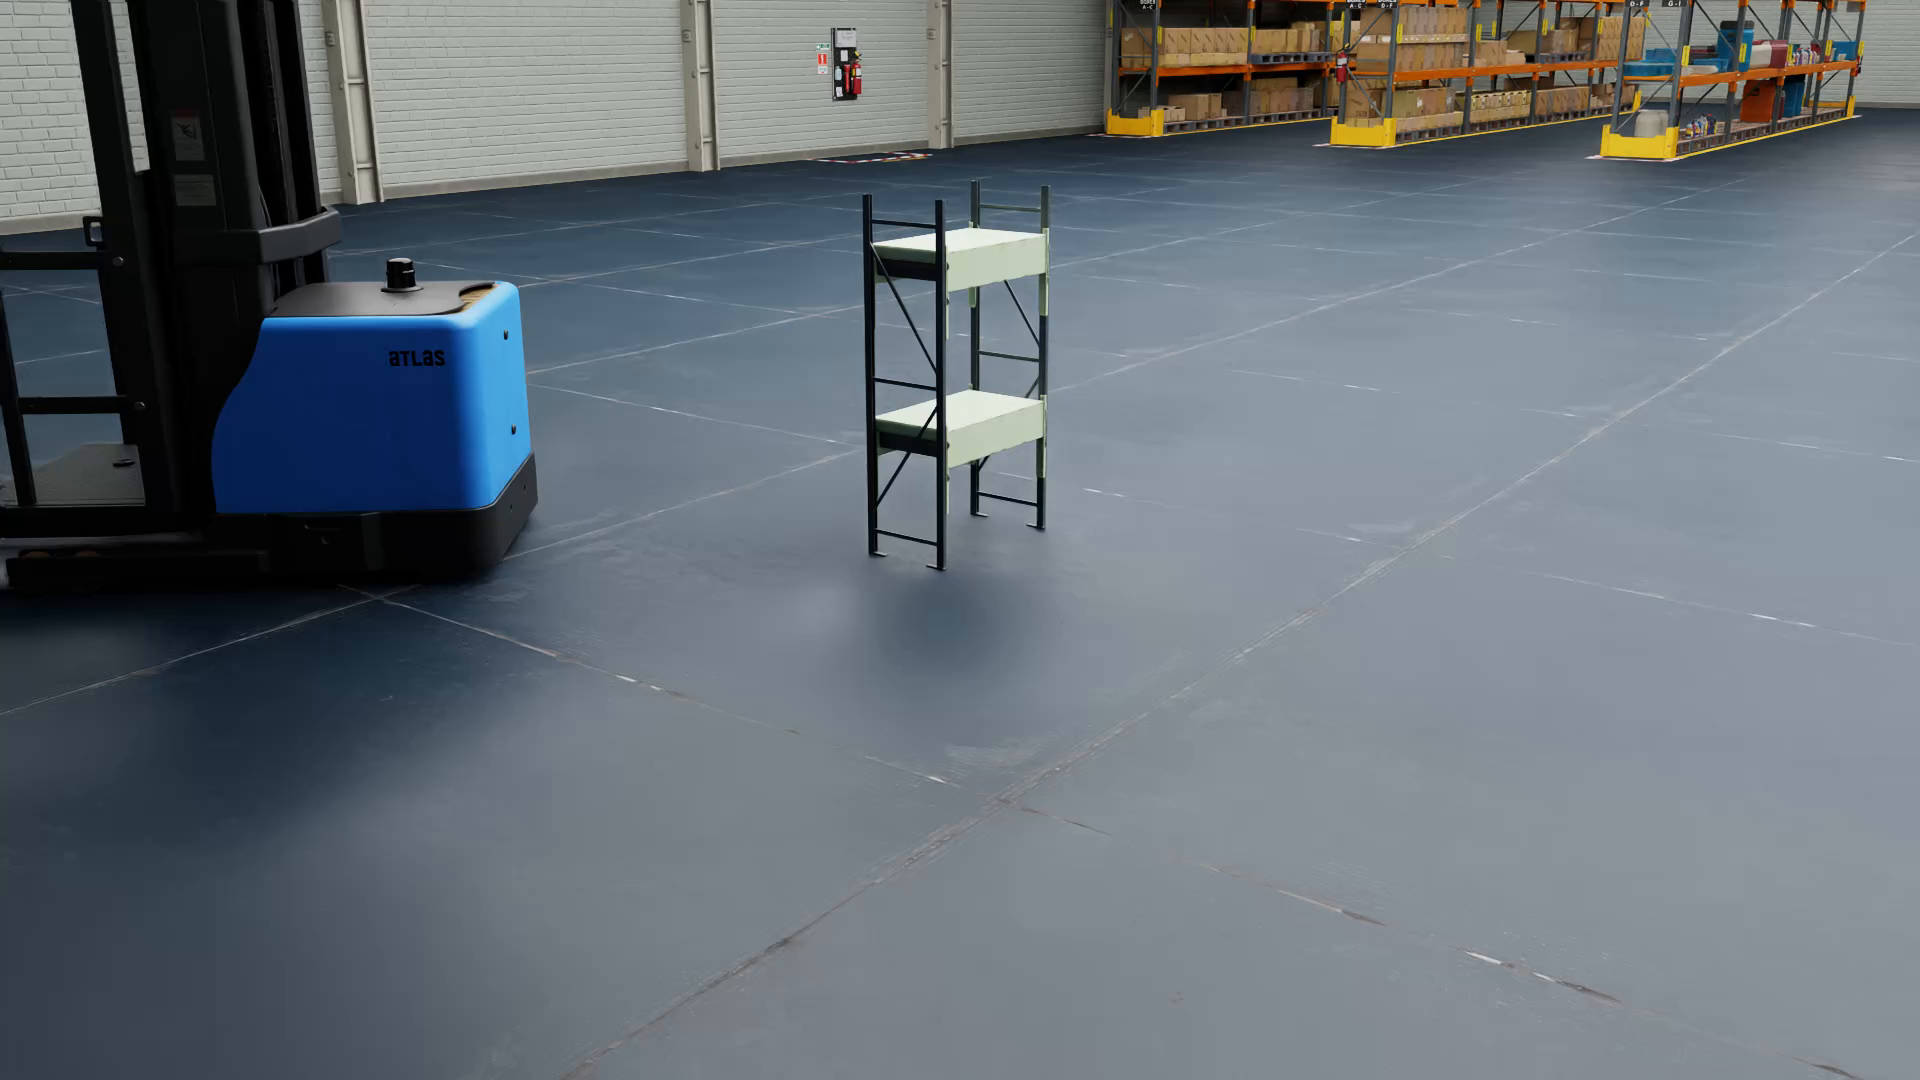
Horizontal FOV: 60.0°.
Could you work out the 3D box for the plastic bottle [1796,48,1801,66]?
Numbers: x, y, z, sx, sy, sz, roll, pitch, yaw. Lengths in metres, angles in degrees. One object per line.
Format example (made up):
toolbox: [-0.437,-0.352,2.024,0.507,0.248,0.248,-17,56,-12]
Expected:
plastic bottle: [17.664,-10.192,35.090,0.144,0.351,0.185,12,21,35]

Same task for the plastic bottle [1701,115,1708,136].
plastic bottle: [13.380,-7.467,29.957,0.144,0.351,0.185,12,21,34]

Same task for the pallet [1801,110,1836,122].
pallet: [19.739,-9.897,38.758,1.003,0.211,1.213,12,21,35]

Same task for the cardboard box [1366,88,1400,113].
cardboard box: [8.144,-8.439,32.026,0.500,0.500,0.500,12,21,35]

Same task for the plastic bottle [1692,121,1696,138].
plastic bottle: [12.935,-7.237,29.329,0.061,0.283,0.133,13,21,36]

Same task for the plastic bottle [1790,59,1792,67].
plastic bottle: [17.186,-9.918,34.458,0.097,0.201,0.097,0,17,0]

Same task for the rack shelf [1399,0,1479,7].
rack shelf: [8.671,-10.338,31.632,1.077,0.370,4.000,12,21,35]

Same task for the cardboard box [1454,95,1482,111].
cardboard box: [10.309,-8.935,33.942,0.500,0.311,0.500,13,21,35]

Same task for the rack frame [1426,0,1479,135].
rack frame: [9.863,-9.726,33.504,1.000,3.000,0.127,12,21,35]

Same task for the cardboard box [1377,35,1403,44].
cardboard box: [7.886,-9.186,30.504,0.380,0.149,0.250,12,21,34]

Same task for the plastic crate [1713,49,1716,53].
plastic crate: [14.246,-9.159,31.708,0.392,0.384,0.575,12,21,35]

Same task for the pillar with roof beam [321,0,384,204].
pillar with roof beam: [-4.046,-7.784,17.136,9.100,9.000,0.400,12,21,35]

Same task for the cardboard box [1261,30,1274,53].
cardboard box: [6.552,-11.105,37.035,0.700,0.500,0.500,15,23,40]

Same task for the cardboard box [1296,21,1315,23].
cardboard box: [8.328,-12.264,39.710,0.500,0.250,0.500,13,22,36]

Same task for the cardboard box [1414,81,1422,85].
cardboard box: [11.786,-11.913,44.055,0.700,0.500,0.500,13,21,36]

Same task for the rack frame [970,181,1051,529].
rack frame: [0.214,-0.802,7.297,0.400,1.500,0.023,12,21,35]

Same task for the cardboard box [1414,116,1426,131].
cardboard box: [8.571,-7.987,31.835,0.500,0.250,0.500,12,21,35]

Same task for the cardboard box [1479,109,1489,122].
cardboard box: [10.608,-8.787,34.409,0.500,0.250,0.500,13,22,36]

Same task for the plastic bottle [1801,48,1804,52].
plastic bottle: [18.205,-10.480,36.017,0.144,0.351,0.185,12,21,35]

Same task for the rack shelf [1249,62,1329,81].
rack shelf: [7.074,-10.733,37.961,1.077,0.370,4.000,12,21,35]

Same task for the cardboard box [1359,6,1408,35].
cardboard box: [7.799,-9.562,30.620,0.700,0.500,0.500,13,21,35]

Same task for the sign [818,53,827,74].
sign: [-2.269,-7.860,27.435,0.001,0.329,0.234,12,21,35]

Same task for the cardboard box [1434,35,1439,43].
cardboard box: [8.959,-9.615,31.884,0.380,0.149,0.250,13,22,36]

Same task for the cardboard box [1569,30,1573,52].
cardboard box: [13.809,-11.631,38.763,0.500,0.500,0.700,-16,23,-42]

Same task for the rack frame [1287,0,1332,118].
rack frame: [8.266,-11.553,39.388,1.000,3.000,0.127,12,21,35]

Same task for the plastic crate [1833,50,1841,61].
plastic crate: [19.971,-11.122,38.181,0.416,0.233,0.300,12,21,35]

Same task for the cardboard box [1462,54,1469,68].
cardboard box: [10.121,-9.779,33.929,0.500,0.250,0.500,14,22,38]

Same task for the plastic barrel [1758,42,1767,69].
plastic barrel: [15.530,-9.472,32.500,0.421,0.512,0.421,0,17,0]

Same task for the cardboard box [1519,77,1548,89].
cardboard box: [13.251,-10.576,38.450,0.500,0.250,0.500,12,21,34]

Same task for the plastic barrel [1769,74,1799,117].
plastic barrel: [17.846,-9.658,36.117,0.600,0.901,0.708,12,21,35]

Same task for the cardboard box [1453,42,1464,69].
cardboard box: [9.604,-9.667,33.145,0.700,0.500,0.500,12,21,33]

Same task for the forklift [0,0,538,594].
forklift: [-3.401,-1.348,6.643,3.031,2.935,1.130,-1,17,-4]

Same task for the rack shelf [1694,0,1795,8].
rack shelf: [15.030,-10.415,31.878,1.077,0.370,4.000,12,21,35]

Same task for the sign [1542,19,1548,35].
sign: [12.694,-11.134,36.087,0.100,0.325,0.005,12,21,35]

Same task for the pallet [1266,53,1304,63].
pallet: [7.119,-10.982,37.875,1.003,0.211,1.213,12,21,35]

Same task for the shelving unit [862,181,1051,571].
shelving unit: [-0.004,-0.715,7.016,0.431,1.500,0.755,12,21,35]

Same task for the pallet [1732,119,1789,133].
pallet: [16.658,-8.666,34.792,1.003,0.211,1.213,12,21,35]

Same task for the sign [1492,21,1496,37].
sign: [11.805,-11.287,36.714,0.100,0.325,0.005,12,21,35]

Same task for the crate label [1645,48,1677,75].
crate label: [12.335,-8.400,29.175,0.502,0.435,0.616,12,21,35]

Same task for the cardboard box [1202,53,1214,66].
cardboard box: [4.954,-10.012,34.645,0.500,0.250,0.500,13,21,35]

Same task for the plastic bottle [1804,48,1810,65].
plastic bottle: [18.210,-10.410,35.793,0.144,0.351,0.185,12,21,35]

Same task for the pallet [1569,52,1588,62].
pallet: [14.066,-11.368,39.118,1.003,0.211,1.213,12,21,35]

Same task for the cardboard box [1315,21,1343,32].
cardboard box: [8.760,-12.180,39.438,0.500,0.250,0.500,13,22,36]

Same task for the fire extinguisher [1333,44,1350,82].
fire extinguisher: [7.036,-8.790,30.621,0.296,0.674,0.183,12,21,35]

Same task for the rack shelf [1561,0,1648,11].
rack shelf: [15.821,-13.196,40.836,1.077,0.370,4.000,12,21,35]

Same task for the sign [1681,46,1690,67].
sign: [11.895,-7.931,27.257,0.100,0.325,0.005,12,21,35]

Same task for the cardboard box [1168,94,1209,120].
cardboard box: [4.800,-9.114,35.008,0.700,0.500,0.500,11,20,31]

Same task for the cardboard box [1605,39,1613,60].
cardboard box: [15.455,-11.875,40.255,0.500,0.500,0.500,13,21,36]

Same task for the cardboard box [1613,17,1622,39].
cardboard box: [15.750,-12.464,40.468,0.500,0.500,0.500,12,21,33]

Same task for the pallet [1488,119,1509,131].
pallet: [10.997,-8.868,35.445,1.003,0.211,1.213,12,21,35]

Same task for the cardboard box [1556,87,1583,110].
cardboard box: [14.264,-10.363,39.029,0.500,0.500,0.500,13,21,35]

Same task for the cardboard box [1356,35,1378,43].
cardboard box: [7.554,-9.255,30.727,0.380,0.149,0.250,12,21,34]

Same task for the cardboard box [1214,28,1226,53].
cardboard box: [5.247,-10.491,34.923,0.500,0.500,0.500,12,21,33]

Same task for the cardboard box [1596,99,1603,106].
cardboard box: [15.561,-10.758,40.863,0.380,0.166,0.250,12,21,35]

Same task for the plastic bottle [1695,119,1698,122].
plastic bottle: [13.282,-7.447,30.006,0.061,0.283,0.133,12,21,35]

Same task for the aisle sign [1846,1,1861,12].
aisle sign: [21.267,-12.914,39.389,0.394,0.787,0.004,12,21,35]

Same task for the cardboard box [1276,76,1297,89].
cardboard box: [7.489,-10.622,38.599,0.500,0.250,0.500,13,21,36]
